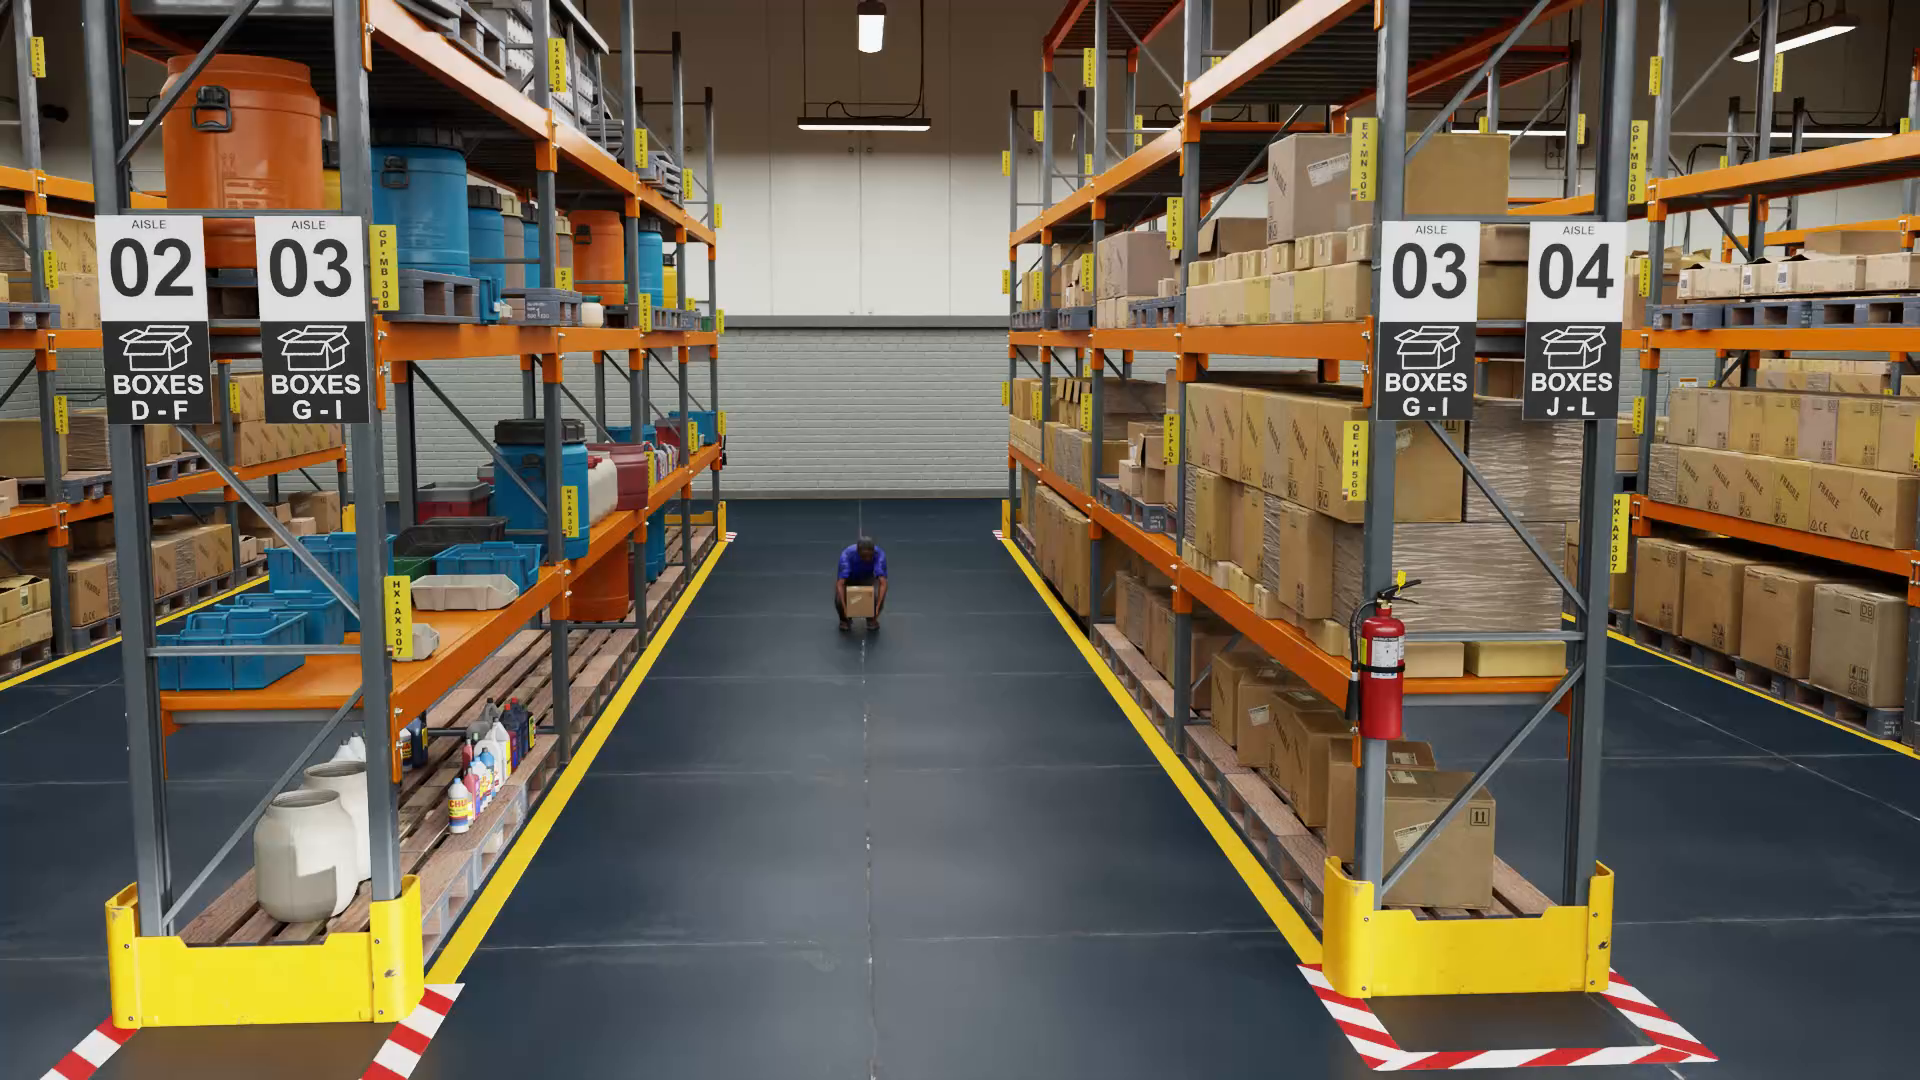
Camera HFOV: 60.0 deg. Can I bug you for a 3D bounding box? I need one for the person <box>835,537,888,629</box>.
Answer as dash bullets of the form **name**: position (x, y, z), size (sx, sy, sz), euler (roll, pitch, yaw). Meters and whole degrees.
- **person**: position (-0.930, 0.397, 15.607), size (0.496, 0.921, 0.830), euler (0, 7, -4)
